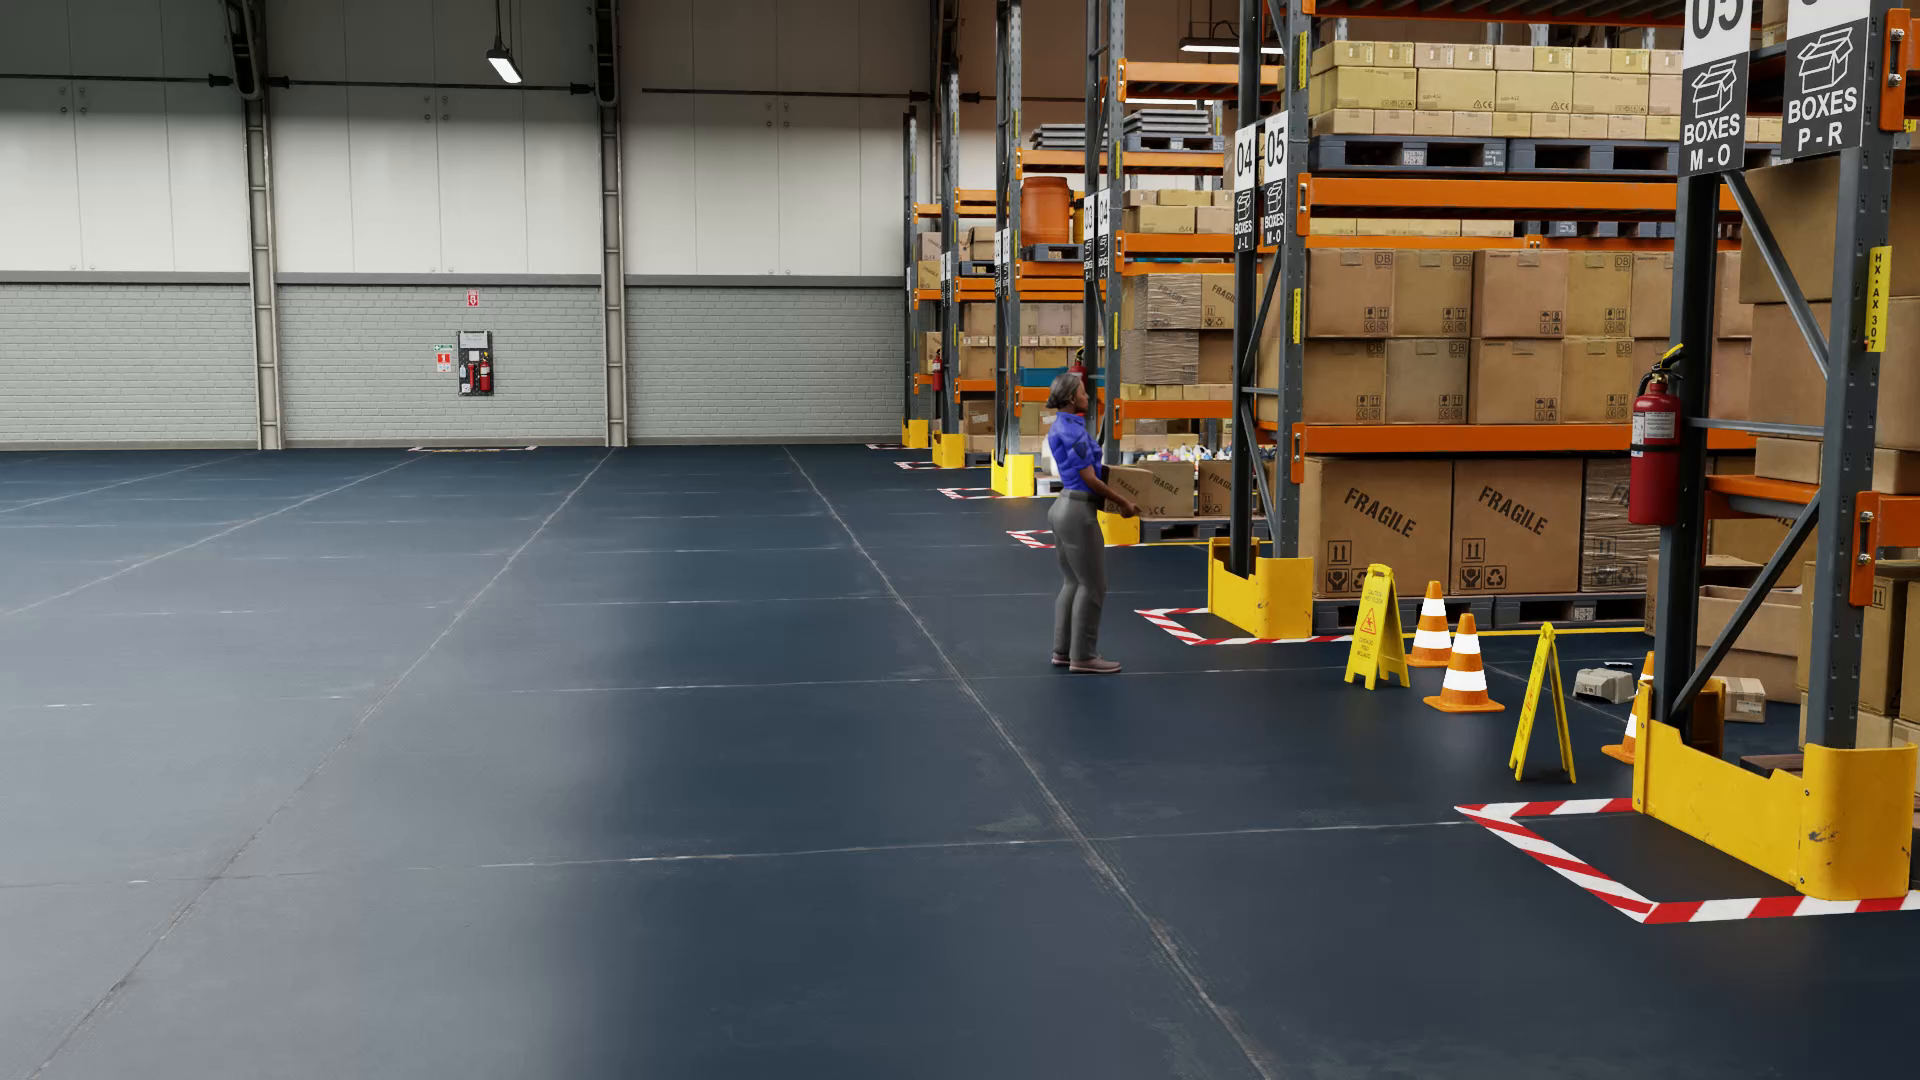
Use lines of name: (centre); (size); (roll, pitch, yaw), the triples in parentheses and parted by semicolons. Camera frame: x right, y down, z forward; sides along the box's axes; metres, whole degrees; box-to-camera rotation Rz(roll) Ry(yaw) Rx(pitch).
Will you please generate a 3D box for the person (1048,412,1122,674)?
person: (0.686, 0.007, 9.225); (0.394, 1.436, 0.439); (-1, 7, -8)
